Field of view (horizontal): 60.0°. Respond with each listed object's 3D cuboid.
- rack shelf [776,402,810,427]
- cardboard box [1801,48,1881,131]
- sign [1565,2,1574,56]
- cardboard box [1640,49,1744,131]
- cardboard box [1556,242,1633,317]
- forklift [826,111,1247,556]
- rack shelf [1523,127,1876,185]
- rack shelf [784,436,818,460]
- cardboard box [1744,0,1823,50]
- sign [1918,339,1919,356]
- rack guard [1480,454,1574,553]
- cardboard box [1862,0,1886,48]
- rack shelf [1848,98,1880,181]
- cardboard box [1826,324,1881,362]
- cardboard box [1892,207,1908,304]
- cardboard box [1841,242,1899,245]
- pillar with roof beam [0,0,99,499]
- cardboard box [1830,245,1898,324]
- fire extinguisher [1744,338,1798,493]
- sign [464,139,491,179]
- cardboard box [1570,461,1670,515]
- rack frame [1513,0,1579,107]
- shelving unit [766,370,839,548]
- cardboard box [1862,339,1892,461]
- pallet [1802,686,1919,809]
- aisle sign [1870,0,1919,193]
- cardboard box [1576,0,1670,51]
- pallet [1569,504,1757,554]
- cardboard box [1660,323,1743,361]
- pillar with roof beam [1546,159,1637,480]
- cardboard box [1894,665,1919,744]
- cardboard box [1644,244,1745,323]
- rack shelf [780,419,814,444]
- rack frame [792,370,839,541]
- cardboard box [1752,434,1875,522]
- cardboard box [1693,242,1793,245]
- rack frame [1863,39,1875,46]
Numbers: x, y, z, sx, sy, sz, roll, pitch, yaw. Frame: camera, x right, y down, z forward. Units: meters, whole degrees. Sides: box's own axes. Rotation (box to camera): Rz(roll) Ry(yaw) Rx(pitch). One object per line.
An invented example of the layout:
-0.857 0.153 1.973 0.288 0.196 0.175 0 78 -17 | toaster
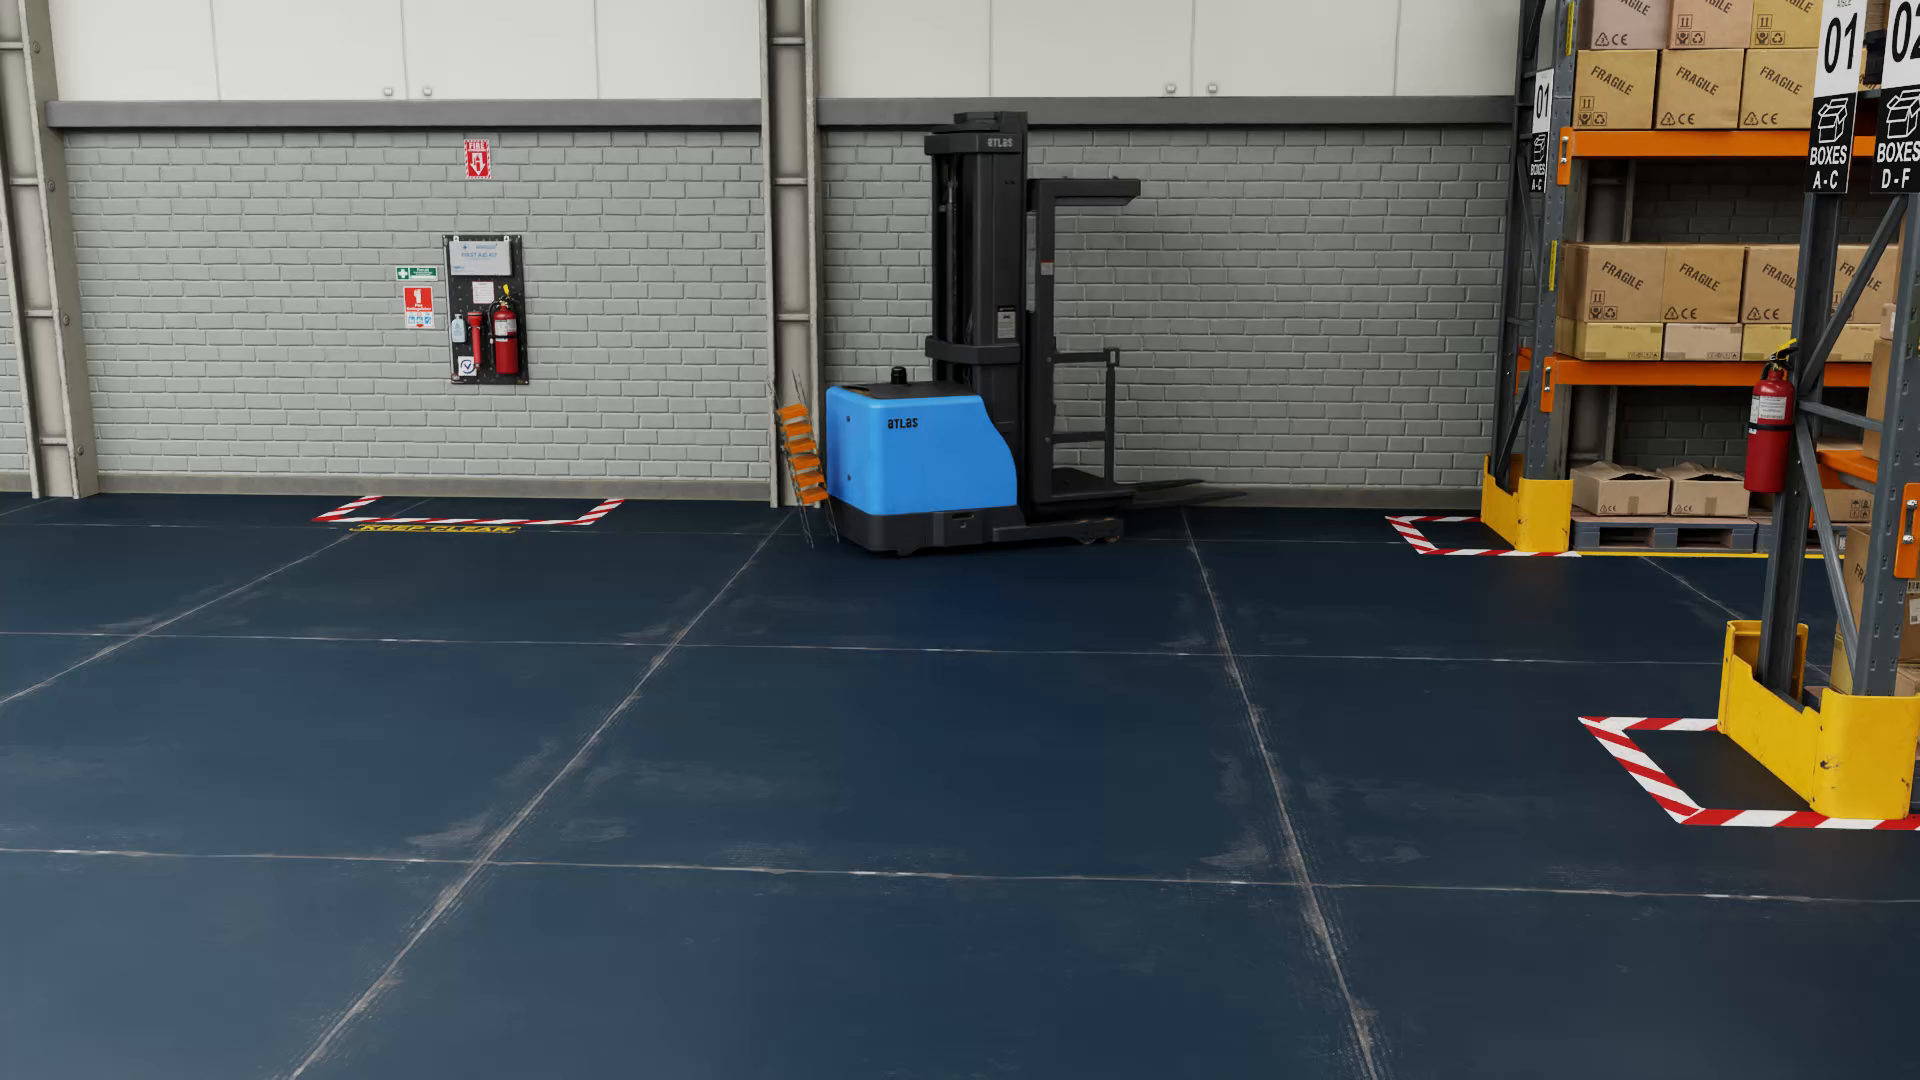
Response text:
-1.149 -0.856 11.390 0.180 0.103 0.258 -16 15 -13 | rack shelf
5.863 -2.950 10.927 0.500 0.500 0.500 2 12 7 | cardboard box
3.922 -3.288 10.700 0.005 0.325 0.100 1 12 4 | sign
4.809 -2.959 10.971 0.500 0.500 0.500 2 12 8 | cardboard box
4.443 -1.843 11.740 0.500 0.500 0.500 1 12 3 | cardboard box
0.607 -1.502 11.789 3.031 2.935 1.130 -5 13 -22 | forklift
5.954 -2.592 11.262 4.000 0.370 1.077 1 12 4 | rack shelf
-1.099 -0.629 11.453 0.180 0.103 0.258 -16 15 -13 | rack shelf
5.336 -3.442 10.837 0.500 0.500 0.500 1 12 5 | cardboard box
3.588 -0.840 6.150 0.005 0.325 0.100 1 12 4 | sign
4.034 -0.278 11.877 0.348 0.500 1.175 1 12 4 | rack guard
5.943 -3.542 11.313 0.500 0.500 0.500 1 12 4 | cardboard box
5.627 -1.580 6.424 4.000 0.370 1.077 1 12 4 | rack shelf
5.955 -1.348 11.203 0.500 0.250 0.500 1 12 4 | cardboard box
4.149 -1.165 6.599 0.500 0.500 0.700 1 12 4 | cardboard box
6.482 -1.816 11.611 0.500 0.500 0.500 1 12 5 | cardboard box
-7.546 -3.891 8.392 0.400 9.000 9.100 1 12 4 | pillar with roof beam
5.938 -1.717 11.134 0.500 0.500 0.500 1 12 6 | cardboard box
3.544 -0.549 7.258 0.183 0.674 0.296 1 12 4 | fire extinguisher
-3.737 -2.949 12.877 0.199 0.298 0.001 1 12 4 | sign
4.643 -0.374 11.723 0.500 0.311 0.500 -1 12 -3 | cardboard box
3.958 -4.439 11.012 0.127 3.000 1.000 1 12 4 | rack frame
-1.083 -0.558 11.472 0.189 1.200 0.258 -16 15 -13 | shelving unit
4.096 -0.531 6.735 0.500 0.500 0.700 1 12 4 | cardboard box
4.397 0.876 7.065 1.213 0.211 1.003 1 12 4 | pallet
3.545 -1.702 6.227 0.004 0.787 0.394 1 12 4 | aisle sign
4.326 -3.464 10.942 0.500 0.500 0.500 0 12 0 | cardboard box
4.842 -0.119 11.819 1.213 0.211 1.003 1 12 4 | pallet
4.943 -1.363 11.278 0.500 0.250 0.500 0 12 2 | cardboard box
4.427 -3.727 7.607 0.400 9.000 9.100 1 12 4 | pillar with roof beam
4.151 0.702 6.774 0.500 0.250 0.500 1 12 4 | cardboard box
4.907 -1.730 11.196 0.500 0.500 0.500 1 12 4 | cardboard box
-1.124 -0.743 11.421 0.180 0.103 0.258 -16 15 -13 | rack shelf
-0.998 -0.583 11.493 0.006 1.200 0.240 -16 15 -13 | rack frame
5.940 -0.439 11.570 0.500 0.500 0.700 0 12 0 | cardboard box
5.461 -1.828 11.668 0.500 0.500 0.500 0 12 2 | cardboard box
3.631 -3.427 6.174 0.127 3.000 1.000 1 12 4 | rack frame
